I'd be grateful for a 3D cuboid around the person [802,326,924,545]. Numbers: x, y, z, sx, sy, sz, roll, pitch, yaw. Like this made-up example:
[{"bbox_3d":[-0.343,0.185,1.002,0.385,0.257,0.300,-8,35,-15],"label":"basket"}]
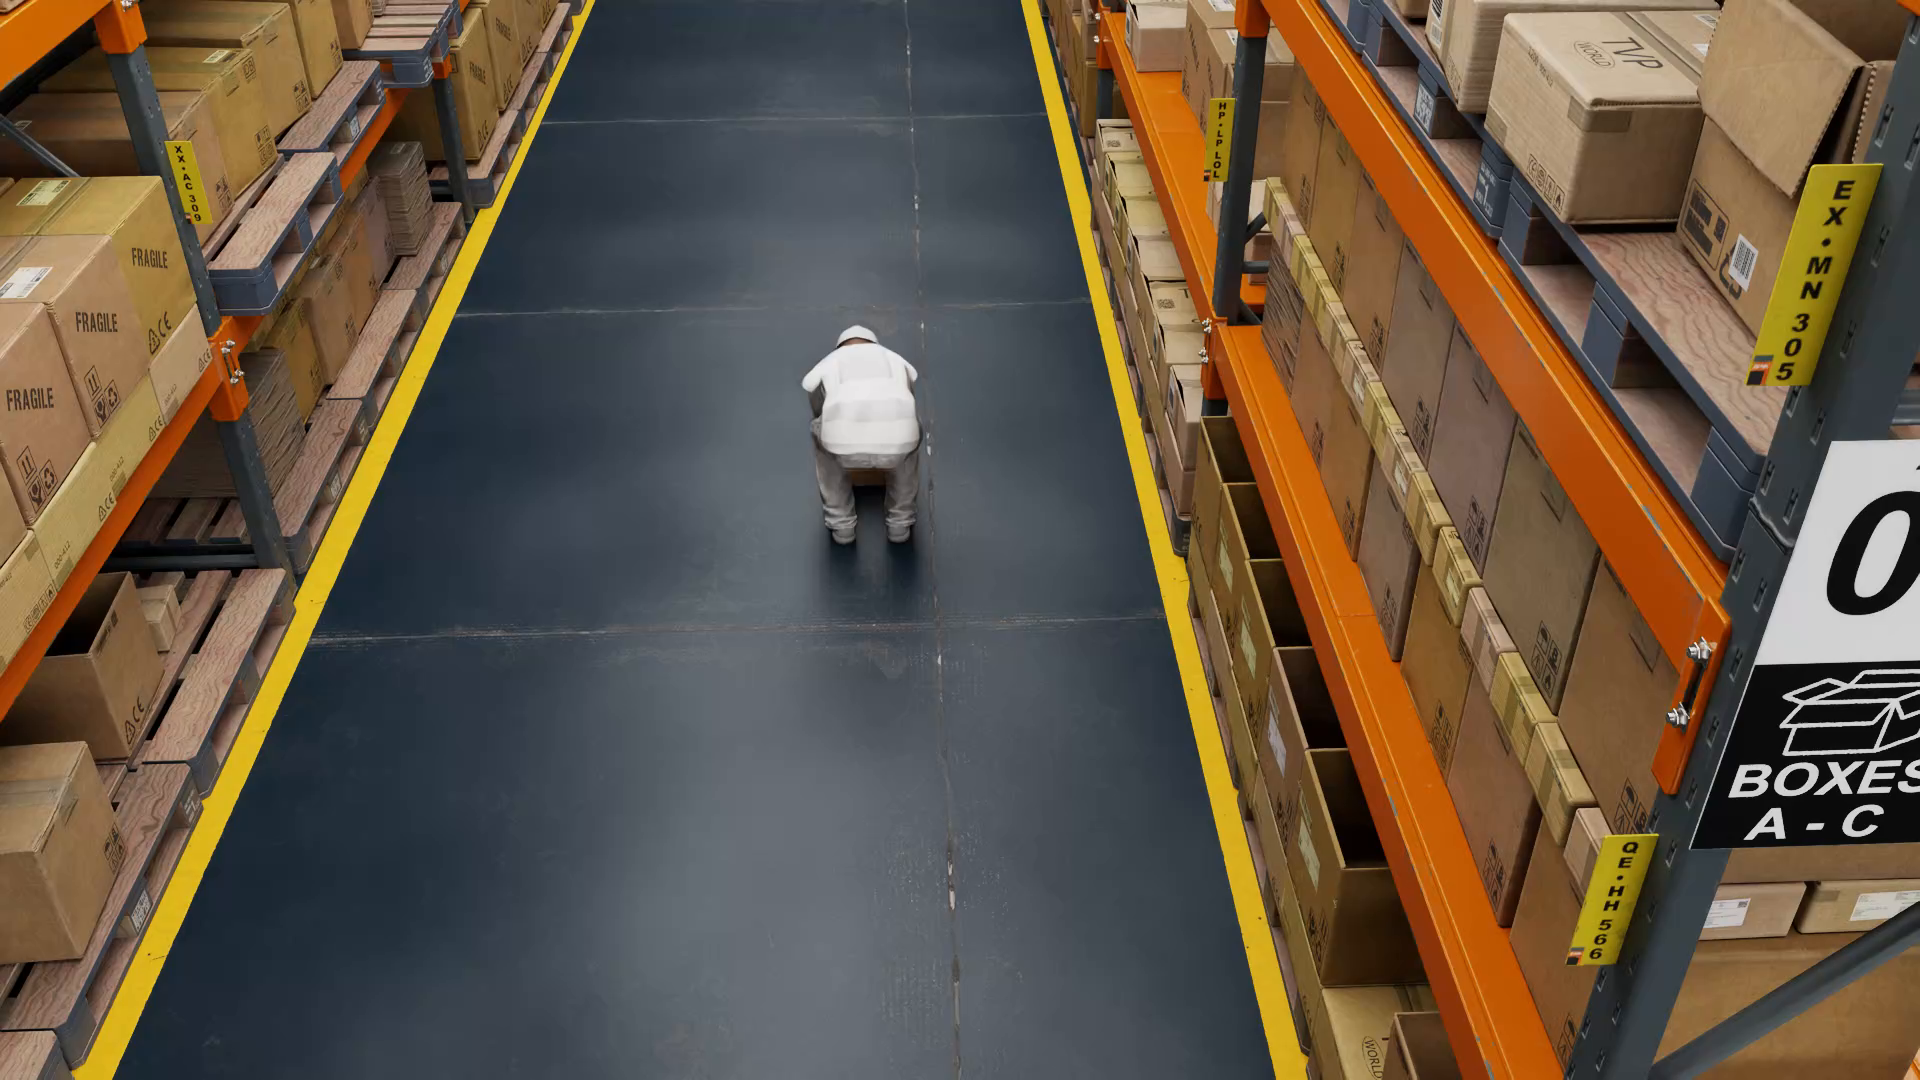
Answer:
[{"bbox_3d":[-0.444,-0.483,7.676,0.545,0.845,0.992,-3,35,-4],"label":"person"}]
